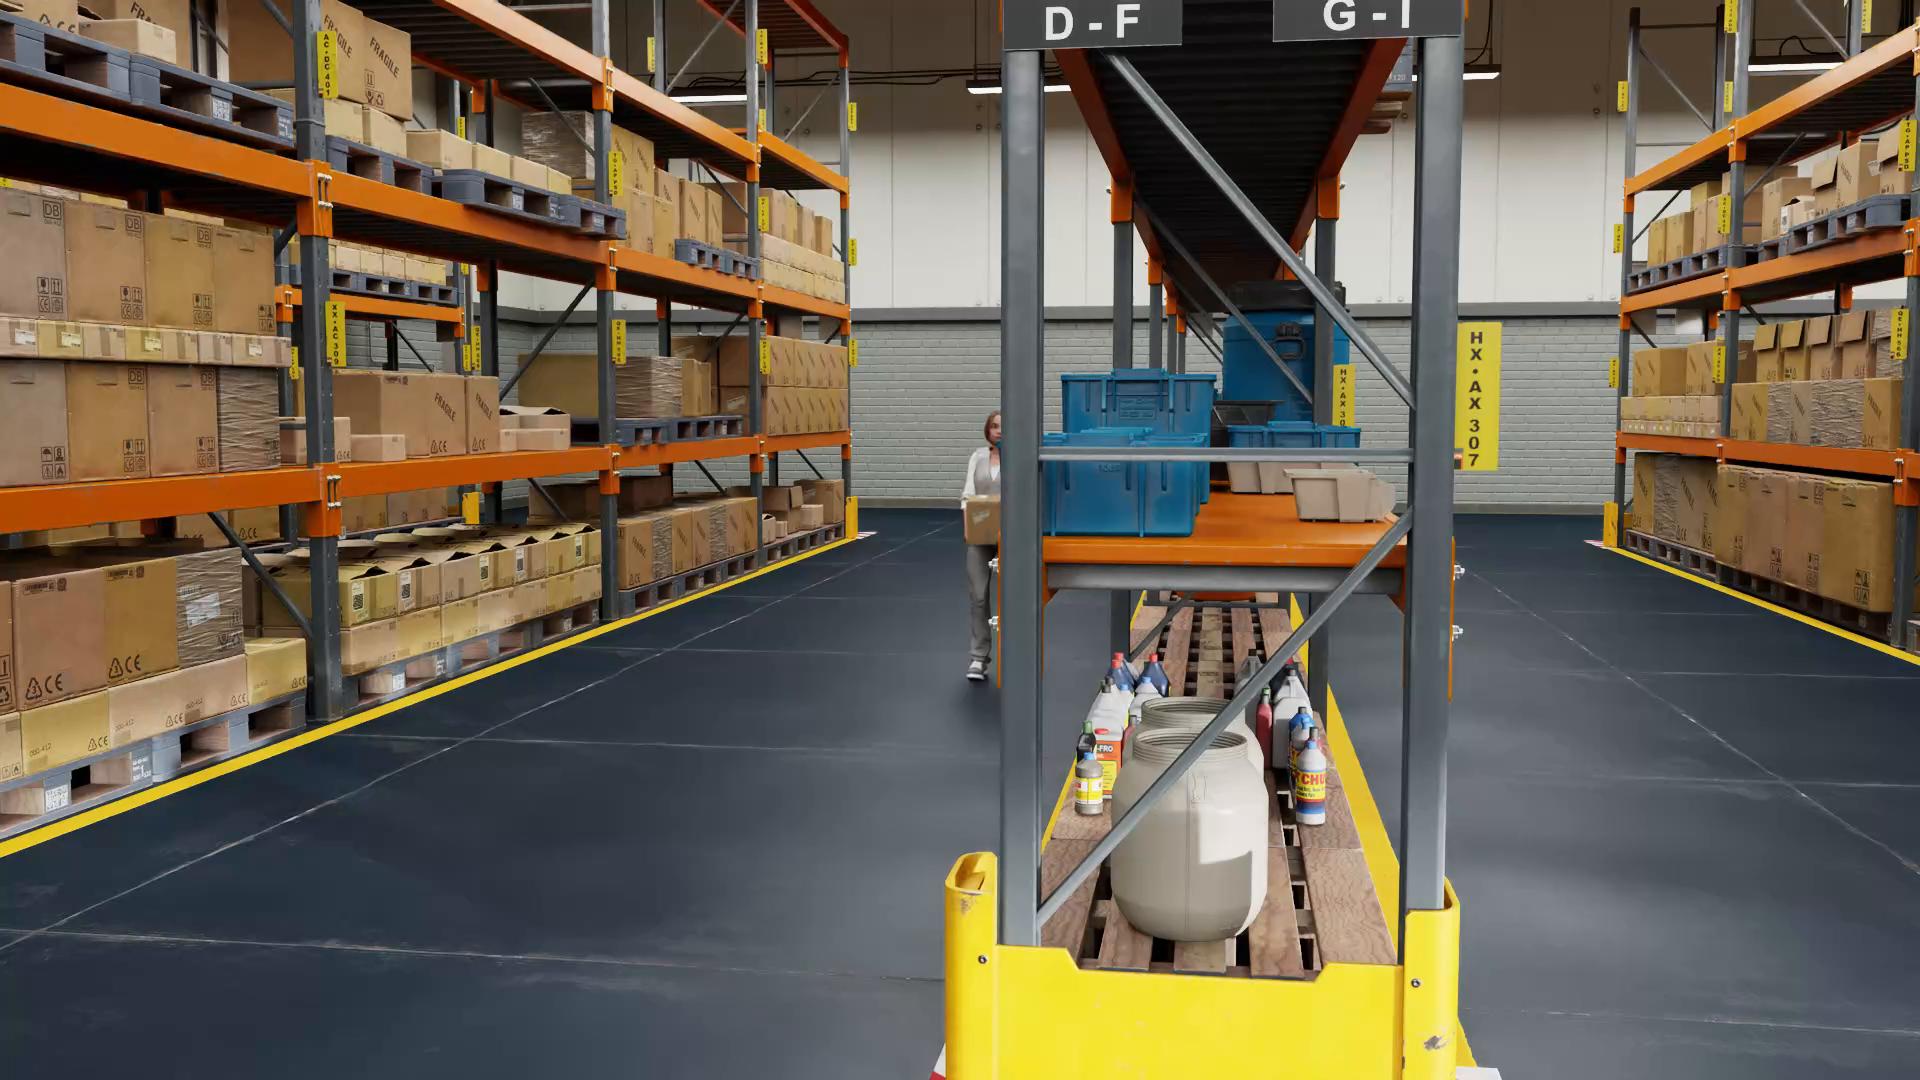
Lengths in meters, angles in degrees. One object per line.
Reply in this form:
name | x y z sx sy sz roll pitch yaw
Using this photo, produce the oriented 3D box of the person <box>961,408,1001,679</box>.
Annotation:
person | 0.211 0.025 9.793 0.425 1.596 0.489 1 5 8
